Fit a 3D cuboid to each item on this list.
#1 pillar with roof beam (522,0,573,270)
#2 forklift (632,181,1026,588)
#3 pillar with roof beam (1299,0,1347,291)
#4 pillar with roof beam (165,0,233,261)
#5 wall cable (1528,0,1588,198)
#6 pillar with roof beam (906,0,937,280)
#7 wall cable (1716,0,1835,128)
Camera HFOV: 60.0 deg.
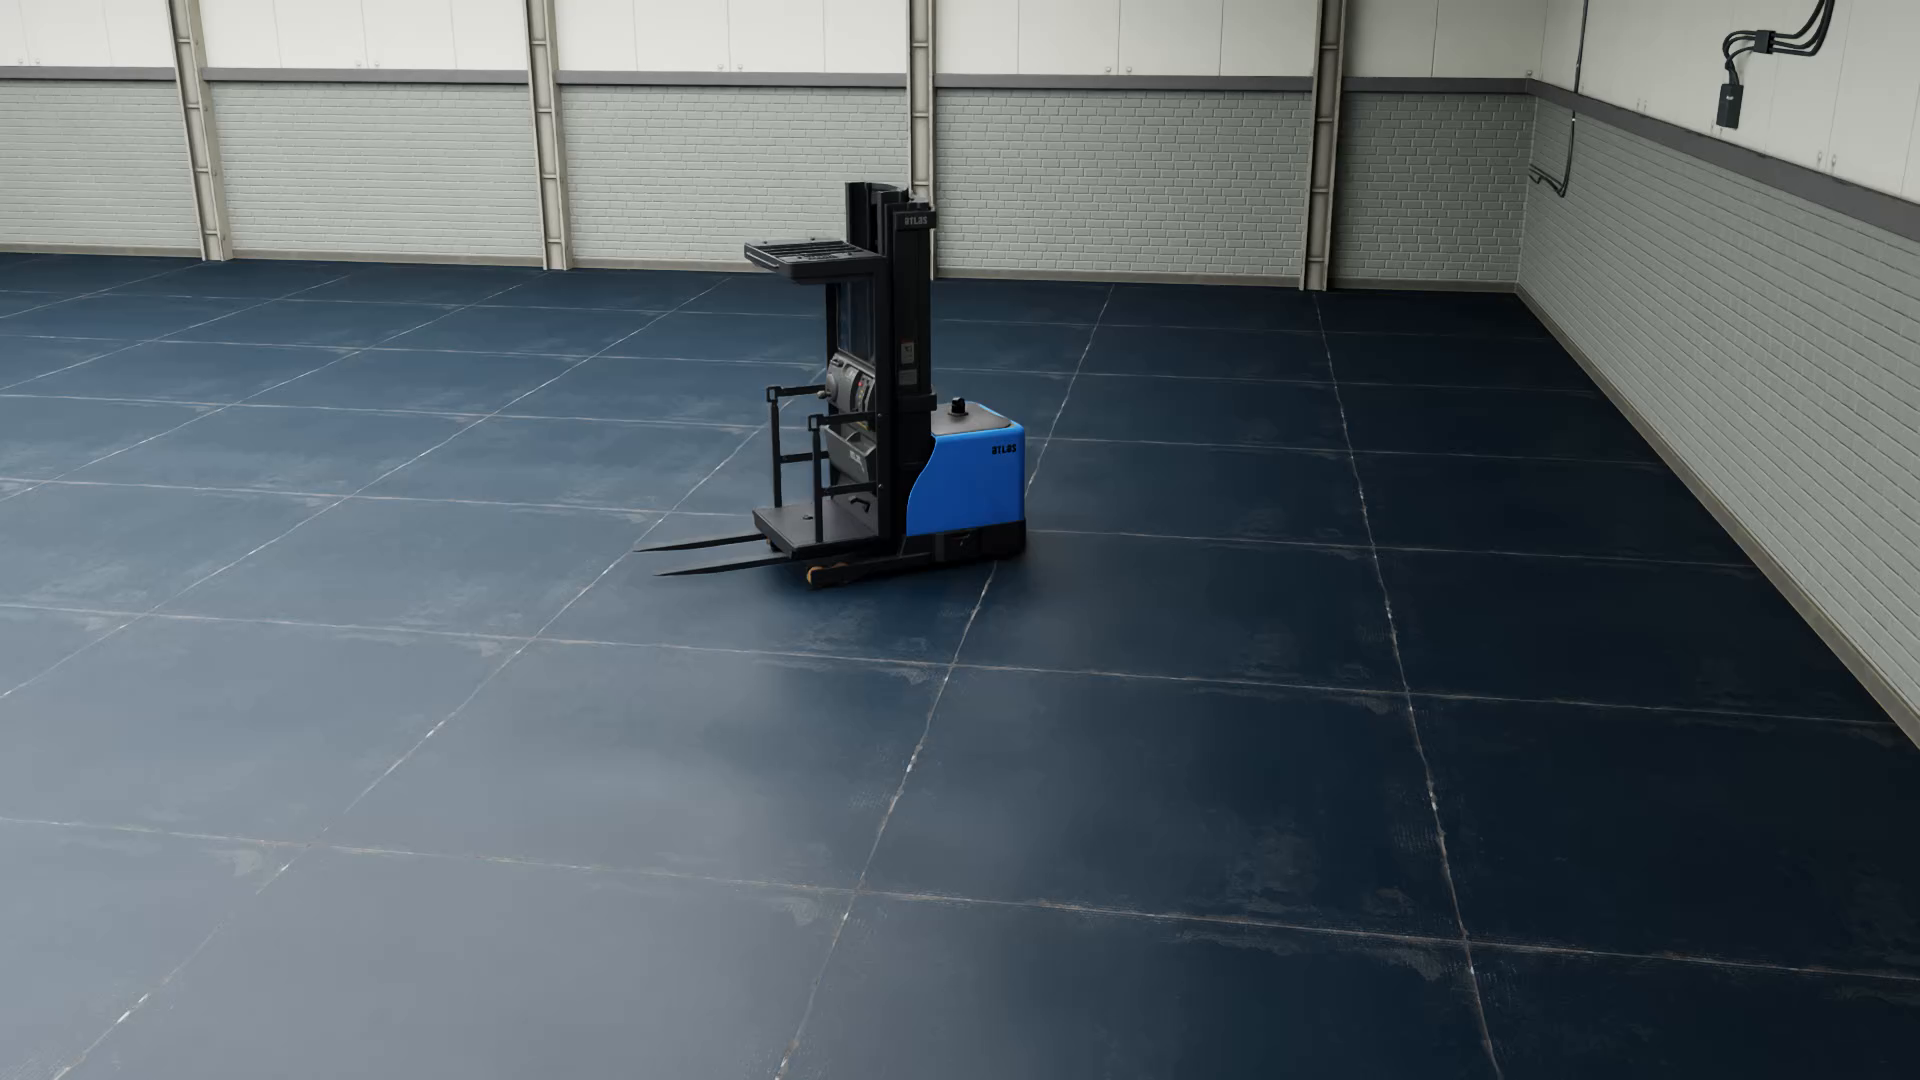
[{"bbox_3d":[-7.190,-7.325,21.513,0.400,9.000,9.100,3,19,9],"label":"pillar with roof beam"},{"bbox_3d":[-1.032,-1.212,12.807,3.031,2.935,1.130,-8,20,-23],"label":"forklift"},{"bbox_3d":[4.658,-6.721,19.708,0.400,9.000,9.100,3,19,9],"label":"pillar with roof beam"},{"bbox_3d":[-13.114,-7.627,22.415,0.400,9.000,9.100,3,19,9],"label":"pillar with roof beam"},{"bbox_3d":[8.039,-6.034,22.550,0.112,2.526,3.097,3,19,9],"label":"wall cable"},{"bbox_3d":[-1.266,-7.023,20.610,0.400,9.000,9.100,3,19,9],"label":"pillar with roof beam"},{"bbox_3d":[6.518,-6.146,12.631,0.169,6.003,2.305,3,19,9],"label":"wall cable"}]
